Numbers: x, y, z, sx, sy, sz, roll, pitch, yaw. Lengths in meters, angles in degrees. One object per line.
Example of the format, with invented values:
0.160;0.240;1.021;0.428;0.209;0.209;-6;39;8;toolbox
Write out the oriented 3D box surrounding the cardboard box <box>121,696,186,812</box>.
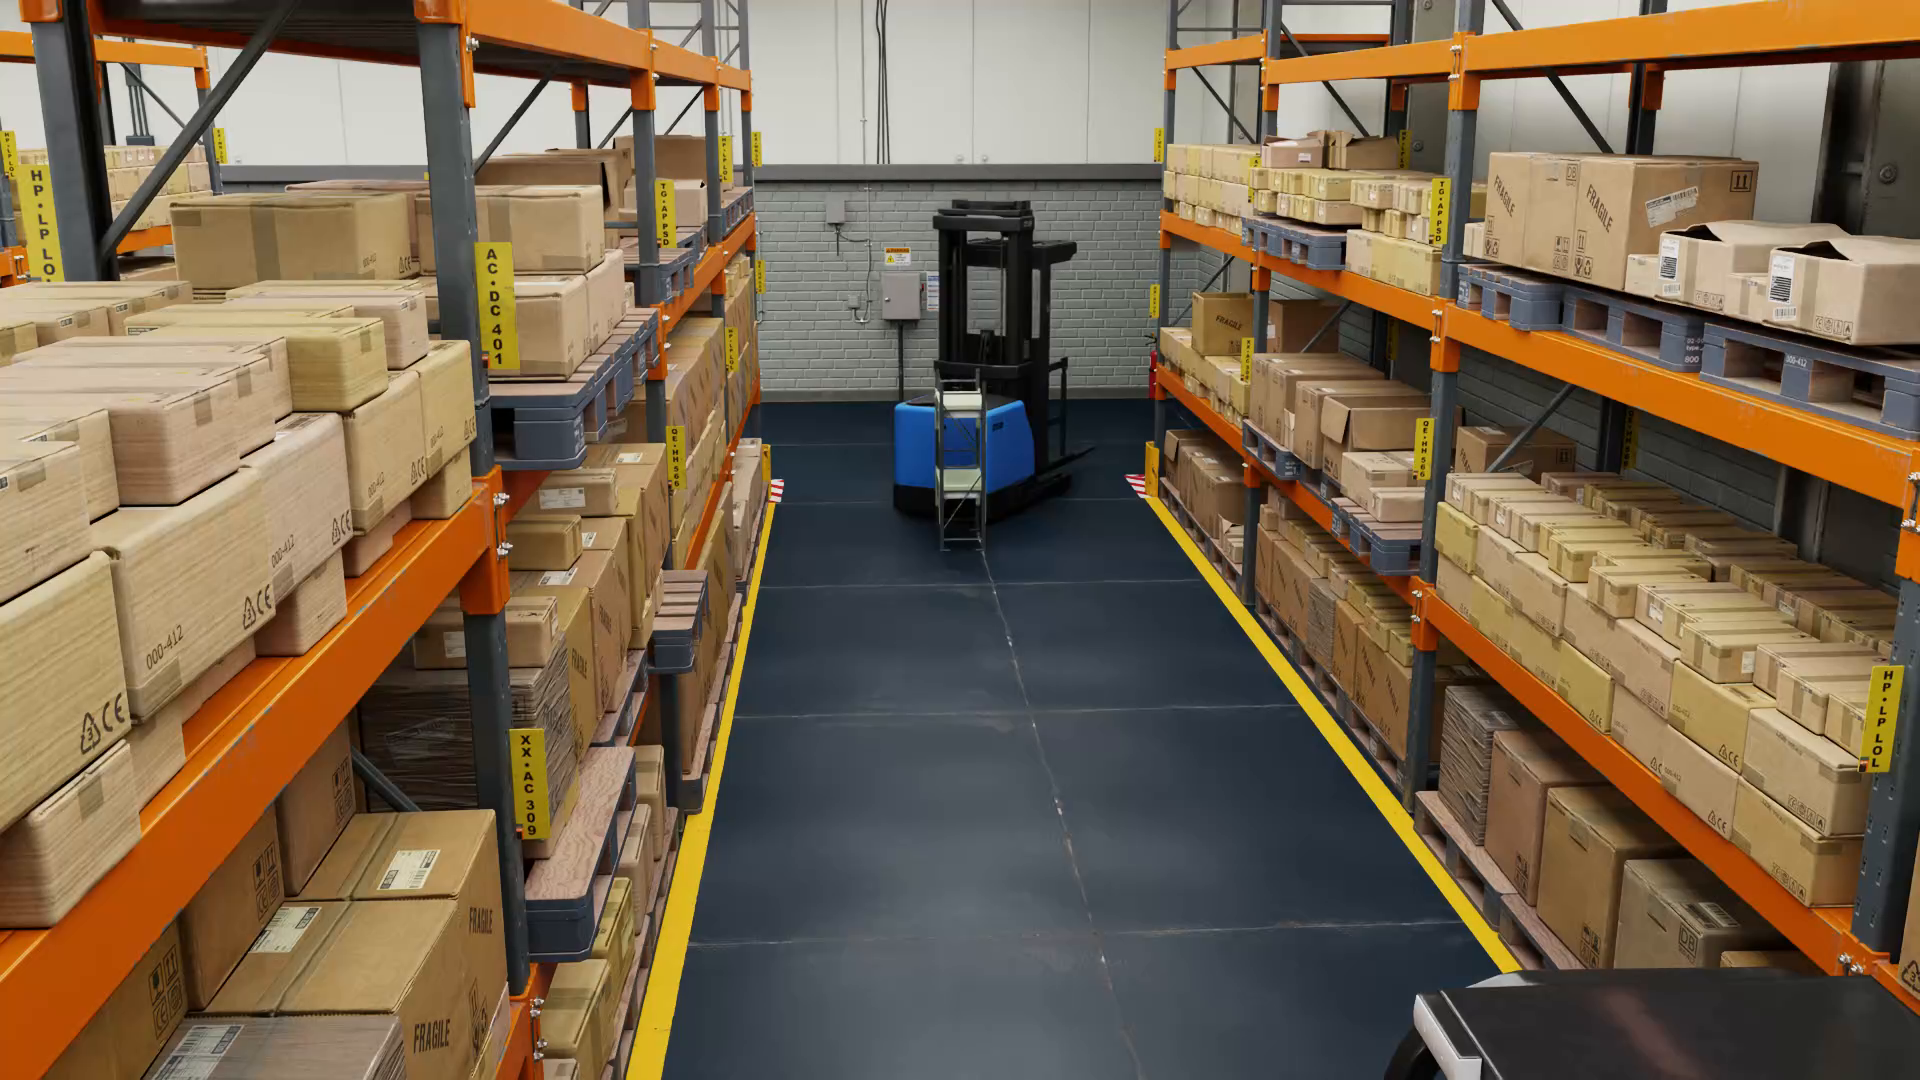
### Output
-1.330;0.300;2.327;0.380;0.149;0.250;-1;14;-5;cardboard box

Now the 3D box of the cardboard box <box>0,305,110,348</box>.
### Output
-1.994;-0.394;3.423;0.380;0.149;0.250;-1;14;-5;cardboard box

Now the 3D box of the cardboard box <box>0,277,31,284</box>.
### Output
-7.524;-1.824;13.291;0.500;0.500;0.500;-1;14;-2;cardboard box

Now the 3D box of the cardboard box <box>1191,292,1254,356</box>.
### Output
2.322;-1.897;14.579;0.500;0.500;0.500;-1;14;-2;cardboard box

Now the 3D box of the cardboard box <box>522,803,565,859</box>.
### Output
-1.459;0.885;5.227;0.380;0.149;0.250;-1;14;-3;cardboard box

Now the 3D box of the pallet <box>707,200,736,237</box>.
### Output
-2.276;-2.493;12.856;1.003;0.211;1.213;-1;14;-3;pallet

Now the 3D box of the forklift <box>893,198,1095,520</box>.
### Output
0.485;-1.928;16.638;1.130;2.935;3.031;7;16;26;forklift

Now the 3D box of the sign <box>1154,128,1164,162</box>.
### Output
1.928;-3.820;16.080;0.100;0.325;0.005;-1;14;-3;sign

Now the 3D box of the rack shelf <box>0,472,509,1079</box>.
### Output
-1.617;0.503;2.477;1.077;0.370;4.000;-1;14;-3;rack shelf

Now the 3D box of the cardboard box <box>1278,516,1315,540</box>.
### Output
2.569;-0.104;12.281;0.380;0.149;0.250;-1;14;-5;cardboard box

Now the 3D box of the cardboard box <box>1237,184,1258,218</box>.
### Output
2.438;-2.598;12.788;0.500;0.250;0.500;-1;14;-3;cardboard box

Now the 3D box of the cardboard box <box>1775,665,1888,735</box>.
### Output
2.937;0.524;5.468;0.380;0.149;0.250;-1;14;-4;cardboard box

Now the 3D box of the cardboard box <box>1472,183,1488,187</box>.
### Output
3.151;-1.967;9.534;0.380;0.149;0.250;0;14;-2;cardboard box

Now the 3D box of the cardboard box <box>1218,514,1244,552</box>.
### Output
2.368;-0.060;13.883;0.396;0.266;0.258;0;14;-1;cardboard box

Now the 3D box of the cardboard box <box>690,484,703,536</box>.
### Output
-1.844;-0.196;10.070;0.500;0.250;0.500;0;14;-2;cardboard box

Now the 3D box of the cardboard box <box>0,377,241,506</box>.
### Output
-1.312;-0.148;2.466;0.380;0.149;0.250;-1;14;-3;cardboard box

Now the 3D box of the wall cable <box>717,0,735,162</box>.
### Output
-3.118;-6.191;21.027;0.463;3.000;0.029;-1;14;-3;wall cable

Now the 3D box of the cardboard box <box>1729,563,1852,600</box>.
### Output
3.358;0.199;6.732;0.380;0.149;0.250;-1;14;-3;cardboard box

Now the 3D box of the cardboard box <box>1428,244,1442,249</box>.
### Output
2.703;-1.620;8.786;0.380;0.149;0.250;-1;14;-2;cardboard box

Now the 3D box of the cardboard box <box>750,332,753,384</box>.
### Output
-2.174;-1.682;15.345;0.500;0.500;0.500;-1;14;-5;cardboard box

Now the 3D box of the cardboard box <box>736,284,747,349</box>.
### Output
-2.098;-1.914;14.237;0.500;0.500;0.500;-1;14;-4;cardboard box

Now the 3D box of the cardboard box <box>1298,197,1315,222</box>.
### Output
2.412;-2.143;10.776;0.380;0.149;0.250;-1;14;-2;cardboard box

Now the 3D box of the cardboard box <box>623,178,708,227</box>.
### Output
-1.972;-2.277;11.173;0.500;0.311;0.500;-1;14;-3;cardboard box

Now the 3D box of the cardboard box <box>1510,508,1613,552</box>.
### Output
2.780;-0.047;7.686;0.380;0.149;0.250;-1;14;-3;cardboard box

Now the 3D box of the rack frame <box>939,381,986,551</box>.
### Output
0.023;-0.634;14.479;0.400;1.500;0.023;-1;14;-3;rack frame

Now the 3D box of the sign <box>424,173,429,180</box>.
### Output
-2.543;-1.620;8.087;0.100;0.325;0.005;-1;14;-3;sign

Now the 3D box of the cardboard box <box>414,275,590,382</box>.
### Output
-1.377;-0.625;4.876;0.500;0.250;0.500;-1;14;-5;cardboard box

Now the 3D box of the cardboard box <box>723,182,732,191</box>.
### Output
-2.260;-3.244;15.056;0.380;0.149;0.250;-2;15;-8;cardboard box

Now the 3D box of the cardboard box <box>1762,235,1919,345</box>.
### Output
2.925;-0.806;5.253;0.500;0.311;0.500;-1;14;-5;cardboard box

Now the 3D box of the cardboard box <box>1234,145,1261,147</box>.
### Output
2.808;-3.483;15.225;0.500;0.250;0.500;-1;14;-5;cardboard box

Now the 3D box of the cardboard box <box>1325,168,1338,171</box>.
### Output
2.853;-2.612;12.001;0.380;0.149;0.250;-1;14;-4;cardboard box

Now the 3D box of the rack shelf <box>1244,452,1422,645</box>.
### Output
2.842;-0.112;10.885;1.077;0.370;4.000;-1;14;-3;rack shelf

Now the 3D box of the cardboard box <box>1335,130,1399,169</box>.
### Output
2.855;-2.745;11.687;0.396;0.266;0.258;-1;14;-3;cardboard box

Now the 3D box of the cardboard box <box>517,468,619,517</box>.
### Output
-1.605;-0.193;6.814;0.380;0.149;0.250;-2;15;-6;cardboard box

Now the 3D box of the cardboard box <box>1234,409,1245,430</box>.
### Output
2.408;-0.976;13.303;0.380;0.149;0.250;0;14;-2;cardboard box

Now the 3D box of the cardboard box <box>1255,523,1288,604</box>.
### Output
2.523;0.173;12.507;0.500;0.500;0.500;0;14;-1;cardboard box

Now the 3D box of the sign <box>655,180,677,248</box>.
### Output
-1.447;-1.596;8.153;0.100;0.325;0.005;-1;14;-3;sign

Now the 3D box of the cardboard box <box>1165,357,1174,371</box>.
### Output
2.216;-1.745;16.292;0.380;0.149;0.250;-1;14;-4;cardboard box

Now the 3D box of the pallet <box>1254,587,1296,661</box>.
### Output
2.806;0.595;12.292;1.003;0.211;1.213;-1;14;-3;pallet

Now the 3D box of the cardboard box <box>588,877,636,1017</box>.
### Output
-1.868;1.697;6.843;0.950;0.372;0.625;0;14;-2;cardboard box

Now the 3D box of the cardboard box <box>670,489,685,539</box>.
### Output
-1.773;-0.185;9.022;0.500;0.250;0.500;-1;14;-4;cardboard box

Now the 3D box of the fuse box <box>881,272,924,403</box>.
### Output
-0.751;-2.649;21.888;0.539;1.711;0.414;-1;14;-3;fuse box

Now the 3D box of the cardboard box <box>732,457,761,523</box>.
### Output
-2.278;-0.447;15.044;0.875;0.438;0.875;0;14;-2;cardboard box

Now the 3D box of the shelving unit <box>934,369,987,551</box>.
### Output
0.000;-0.725;14.833;0.431;1.500;0.755;-1;14;-3;shelving unit

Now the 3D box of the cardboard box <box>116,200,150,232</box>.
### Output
-7.017;-2.662;13.634;0.500;0.250;0.500;0;14;-1;cardboard box

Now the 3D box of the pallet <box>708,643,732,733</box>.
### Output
-2.034;0.965;10.851;1.003;0.211;1.213;-1;14;-3;pallet

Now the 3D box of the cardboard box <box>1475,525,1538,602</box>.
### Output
2.779;0.106;7.891;0.500;0.250;0.500;0;14;-2;cardboard box

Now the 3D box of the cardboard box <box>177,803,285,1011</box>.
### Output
-1.920;0.673;3.587;0.700;0.500;0.500;-1;14;-3;cardboard box

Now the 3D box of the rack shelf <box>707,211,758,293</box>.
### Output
-2.360;-2.482;14.076;1.077;0.370;4.000;-1;14;-3;rack shelf

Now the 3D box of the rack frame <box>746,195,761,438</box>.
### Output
-2.484;-1.875;16.294;1.000;3.000;0.127;-1;14;-3;rack frame

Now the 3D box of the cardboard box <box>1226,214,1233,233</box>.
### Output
2.370;-2.563;13.451;0.380;0.149;0.250;-1;14;-4;cardboard box

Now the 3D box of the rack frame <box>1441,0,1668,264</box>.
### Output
2.966;-2.868;8.115;1.000;3.000;0.127;-1;14;-3;rack frame

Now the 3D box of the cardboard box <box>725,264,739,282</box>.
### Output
-2.128;-2.319;14.511;0.380;0.149;0.250;-1;14;-2;cardboard box

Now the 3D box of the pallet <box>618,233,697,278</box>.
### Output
-2.153;-1.684;9.911;1.003;0.211;1.213;0;14;-1;pallet

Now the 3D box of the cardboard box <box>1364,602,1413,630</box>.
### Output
2.662;0.478;10.022;0.380;0.149;0.250;-1;14;-5;cardboard box
